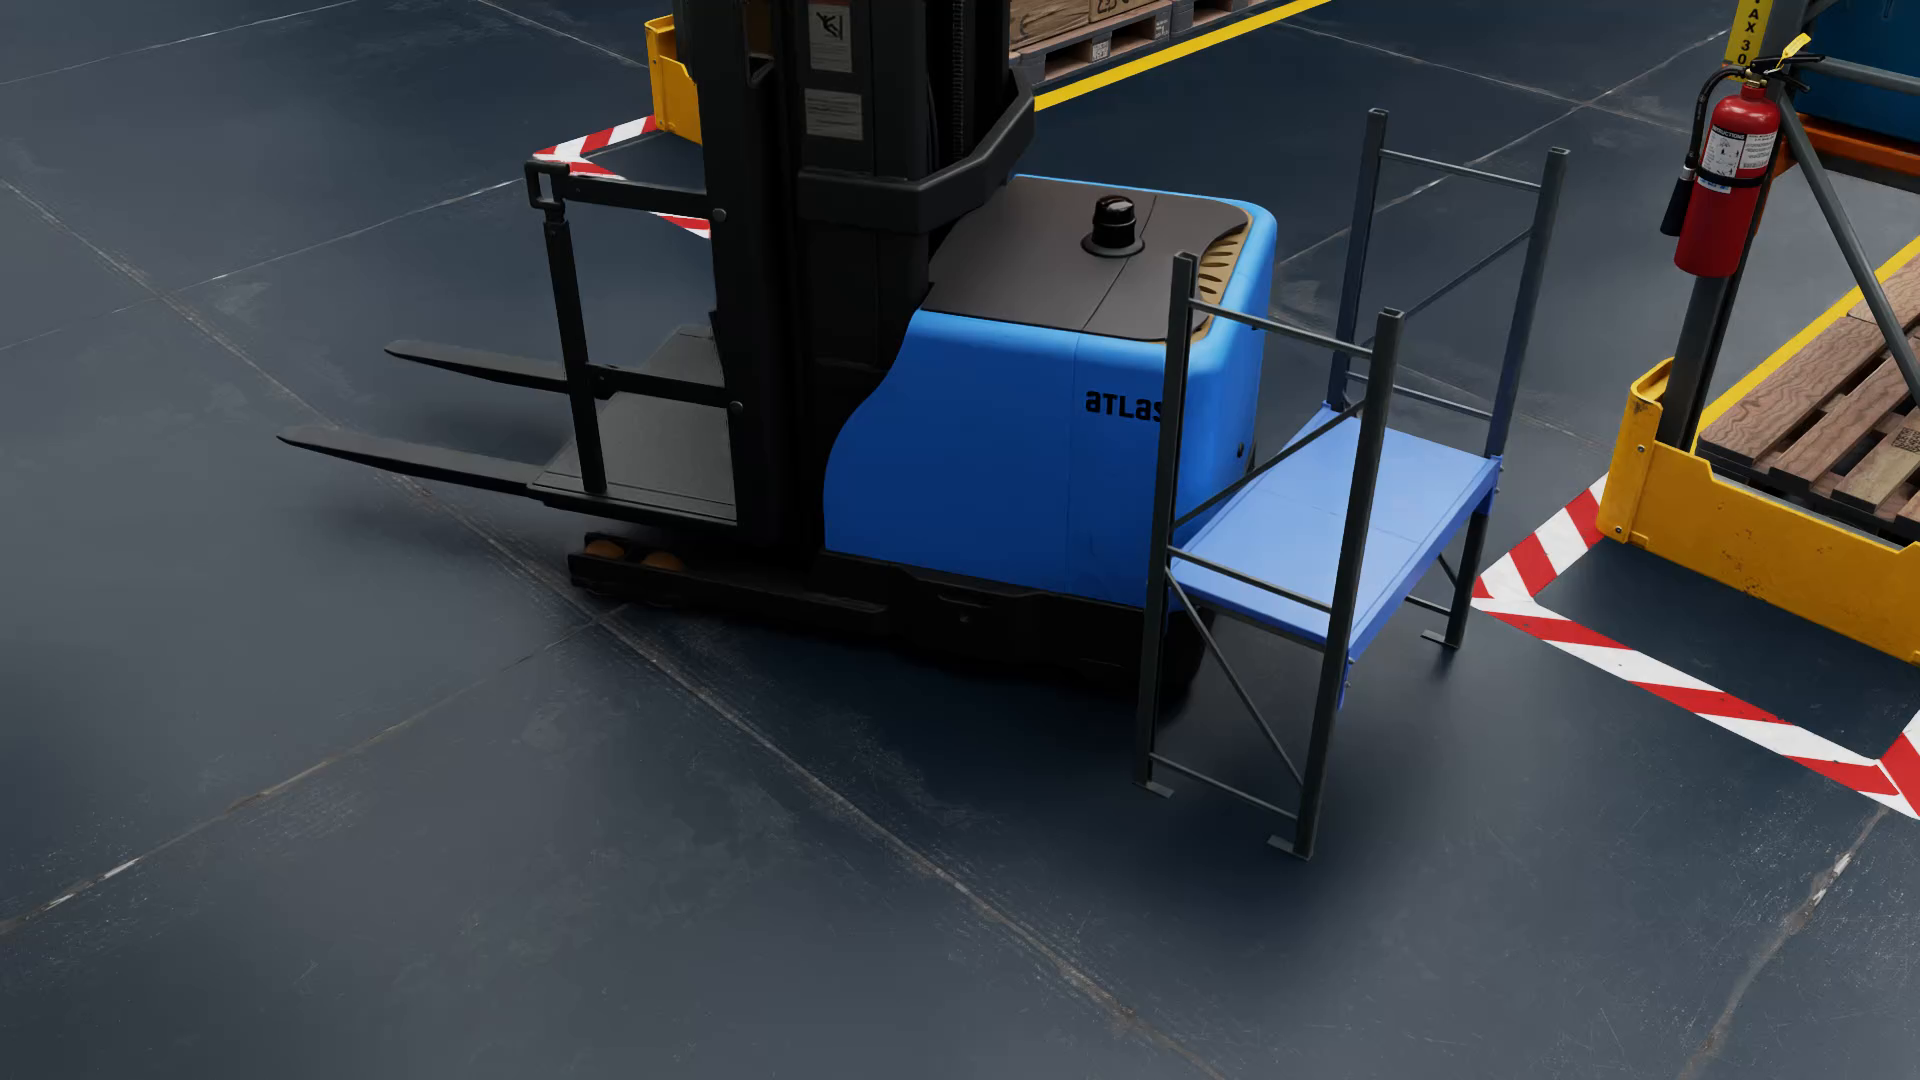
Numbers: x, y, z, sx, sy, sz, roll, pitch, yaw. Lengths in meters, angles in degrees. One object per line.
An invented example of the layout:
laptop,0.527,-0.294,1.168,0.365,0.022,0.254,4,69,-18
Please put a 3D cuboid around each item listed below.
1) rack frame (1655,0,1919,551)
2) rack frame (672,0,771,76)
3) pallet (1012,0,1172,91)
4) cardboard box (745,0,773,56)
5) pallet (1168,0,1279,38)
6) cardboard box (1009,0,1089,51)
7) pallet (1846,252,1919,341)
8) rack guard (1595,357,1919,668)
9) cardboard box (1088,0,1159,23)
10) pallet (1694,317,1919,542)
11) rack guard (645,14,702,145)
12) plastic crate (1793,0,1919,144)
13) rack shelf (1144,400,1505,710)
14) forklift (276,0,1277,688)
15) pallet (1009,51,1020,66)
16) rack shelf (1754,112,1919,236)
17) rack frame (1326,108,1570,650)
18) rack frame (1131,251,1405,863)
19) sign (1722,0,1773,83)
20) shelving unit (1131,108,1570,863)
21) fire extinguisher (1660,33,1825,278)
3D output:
rack frame,2.545,-1.118,4.231,1.000,3.000,0.127,30,45,35
rack frame,-0.970,-3.114,7.093,1.000,3.000,0.127,30,45,35
pallet,0.398,-2.819,9.108,1.003,0.211,1.213,30,45,35
cardboard box,-0.575,-2.707,7.999,0.875,0.875,0.875,30,45,35
pallet,1.257,-3.317,9.822,1.003,0.211,1.213,30,45,35
cardboard box,0.066,-3.076,8.529,0.875,0.875,0.875,30,45,35
pallet,4.013,-0.786,6.193,1.003,0.211,1.213,30,45,35
rack guard,2.538,-0.078,4.924,1.175,0.500,0.348,30,45,35
cardboard box,0.693,-3.438,9.047,0.875,0.875,0.875,30,45,35
pallet,3.154,-0.293,5.486,1.003,0.211,1.213,30,45,35
rack guard,-0.986,-2.079,7.794,1.175,0.500,0.348,30,45,35
plastic crate,2.649,-1.368,4.506,0.616,0.435,0.499,30,45,35
rack shelf,0.950,0.002,4.251,0.538,0.185,1.000,22,40,28
forklift,-0.657,-1.277,4.518,3.031,2.935,1.130,10,36,14
pallet,-0.462,-2.326,8.401,1.003,0.211,1.213,30,45,35
rack shelf,3.954,-1.635,5.601,1.077,0.370,4.000,30,45,35
rack frame,1.238,-0.385,4.491,0.500,1.500,0.032,22,40,28
rack frame,0.661,0.094,3.805,0.500,1.500,0.032,22,40,28
sign,2.144,-1.400,4.492,0.100,0.325,0.005,30,45,35
shelving unit,0.950,-0.146,4.148,0.538,1.500,1.048,22,40,28
fire extinguisher,2.117,-1.055,4.534,0.296,0.674,0.183,30,45,35
